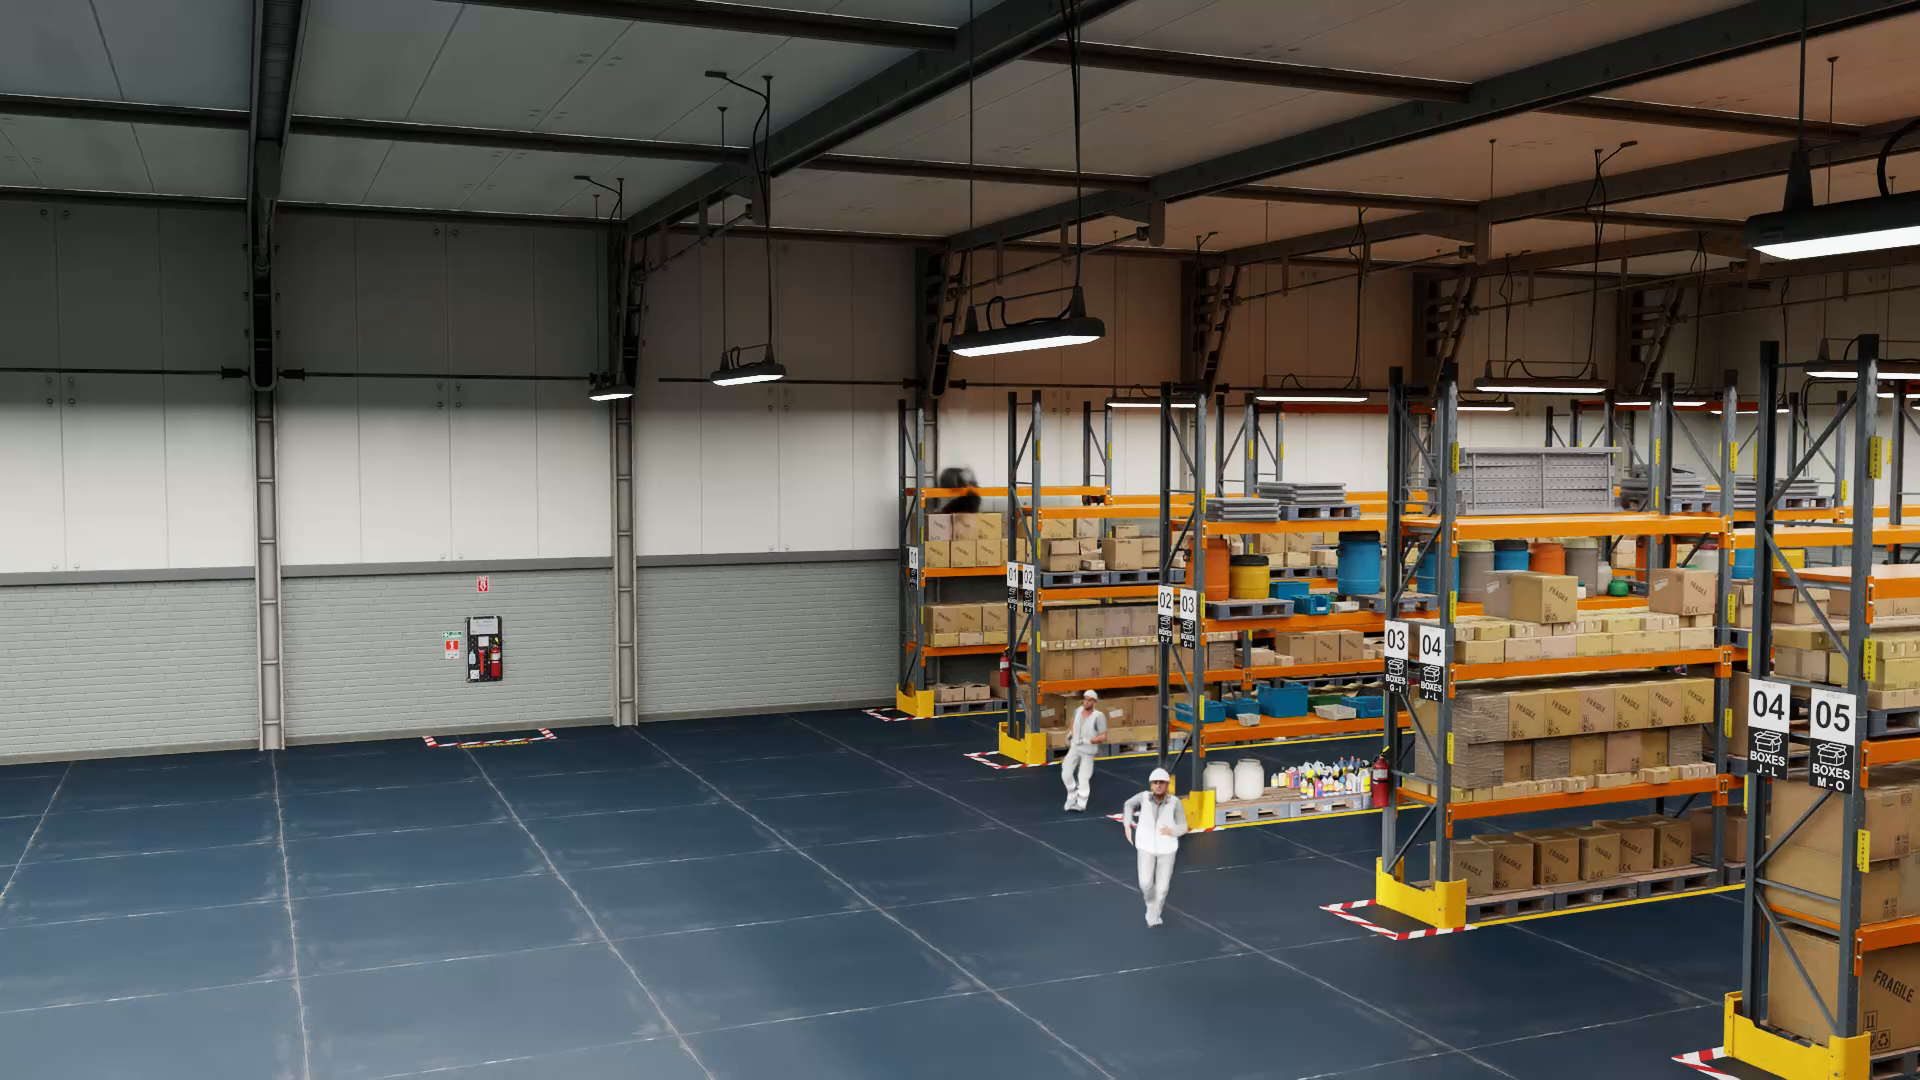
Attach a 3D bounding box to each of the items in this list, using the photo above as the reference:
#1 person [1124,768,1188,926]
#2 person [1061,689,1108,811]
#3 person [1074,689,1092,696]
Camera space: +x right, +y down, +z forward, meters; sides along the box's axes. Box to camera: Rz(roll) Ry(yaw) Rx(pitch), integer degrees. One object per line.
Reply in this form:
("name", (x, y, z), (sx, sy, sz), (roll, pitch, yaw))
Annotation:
("person", (2.056, 3.251, 17.524), (0.690, 1.723, 0.766), (1, 3, 10))
("person", (1.737, 2.931, 23.059), (0.691, 1.737, 0.591), (2, 4, 31))
("person", (2.298, 2.306, 29.818), (0.682, 1.692, 0.569), (-1, 4, -23))
